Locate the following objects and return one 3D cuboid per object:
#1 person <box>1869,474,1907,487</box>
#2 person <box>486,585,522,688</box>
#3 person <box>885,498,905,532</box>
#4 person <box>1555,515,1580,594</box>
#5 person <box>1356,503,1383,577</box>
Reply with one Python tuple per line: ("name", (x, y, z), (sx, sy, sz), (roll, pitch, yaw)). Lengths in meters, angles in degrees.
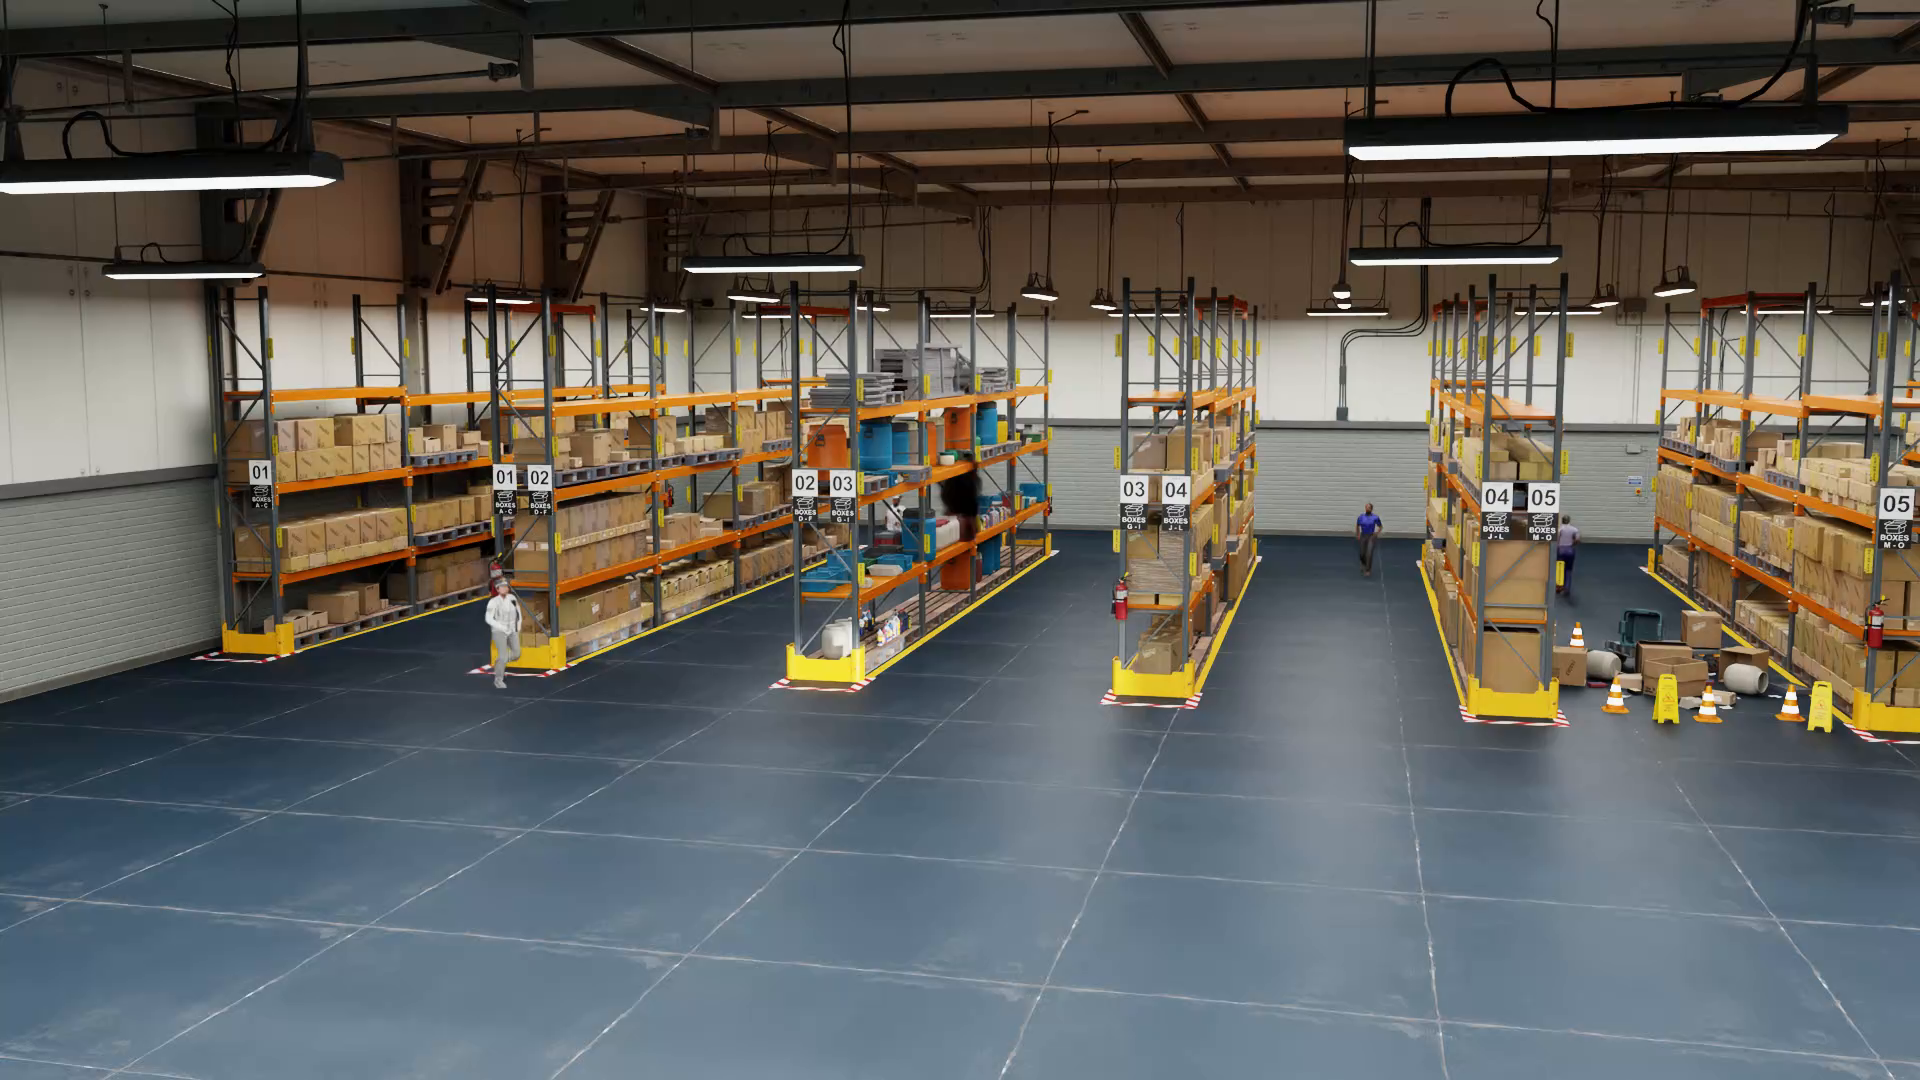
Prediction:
("person", (14.335, 0.280, 26.311), (2.863, 3.269, 9.375), (1, 7, 11))
("person", (-6.716, 1.393, 24.626), (0.607, 1.613, 0.653), (6, 9, 44))
("person", (-1.380, -0.105, 35.166), (0.549, 1.730, 0.686), (1, 7, 12))
("person", (12.345, 0.295, 34.047), (0.626, 1.644, 0.637), (1, 7, 11))
("person", (9.043, -0.006, 36.784), (0.596, 1.614, 0.562), (3, 7, 21))
